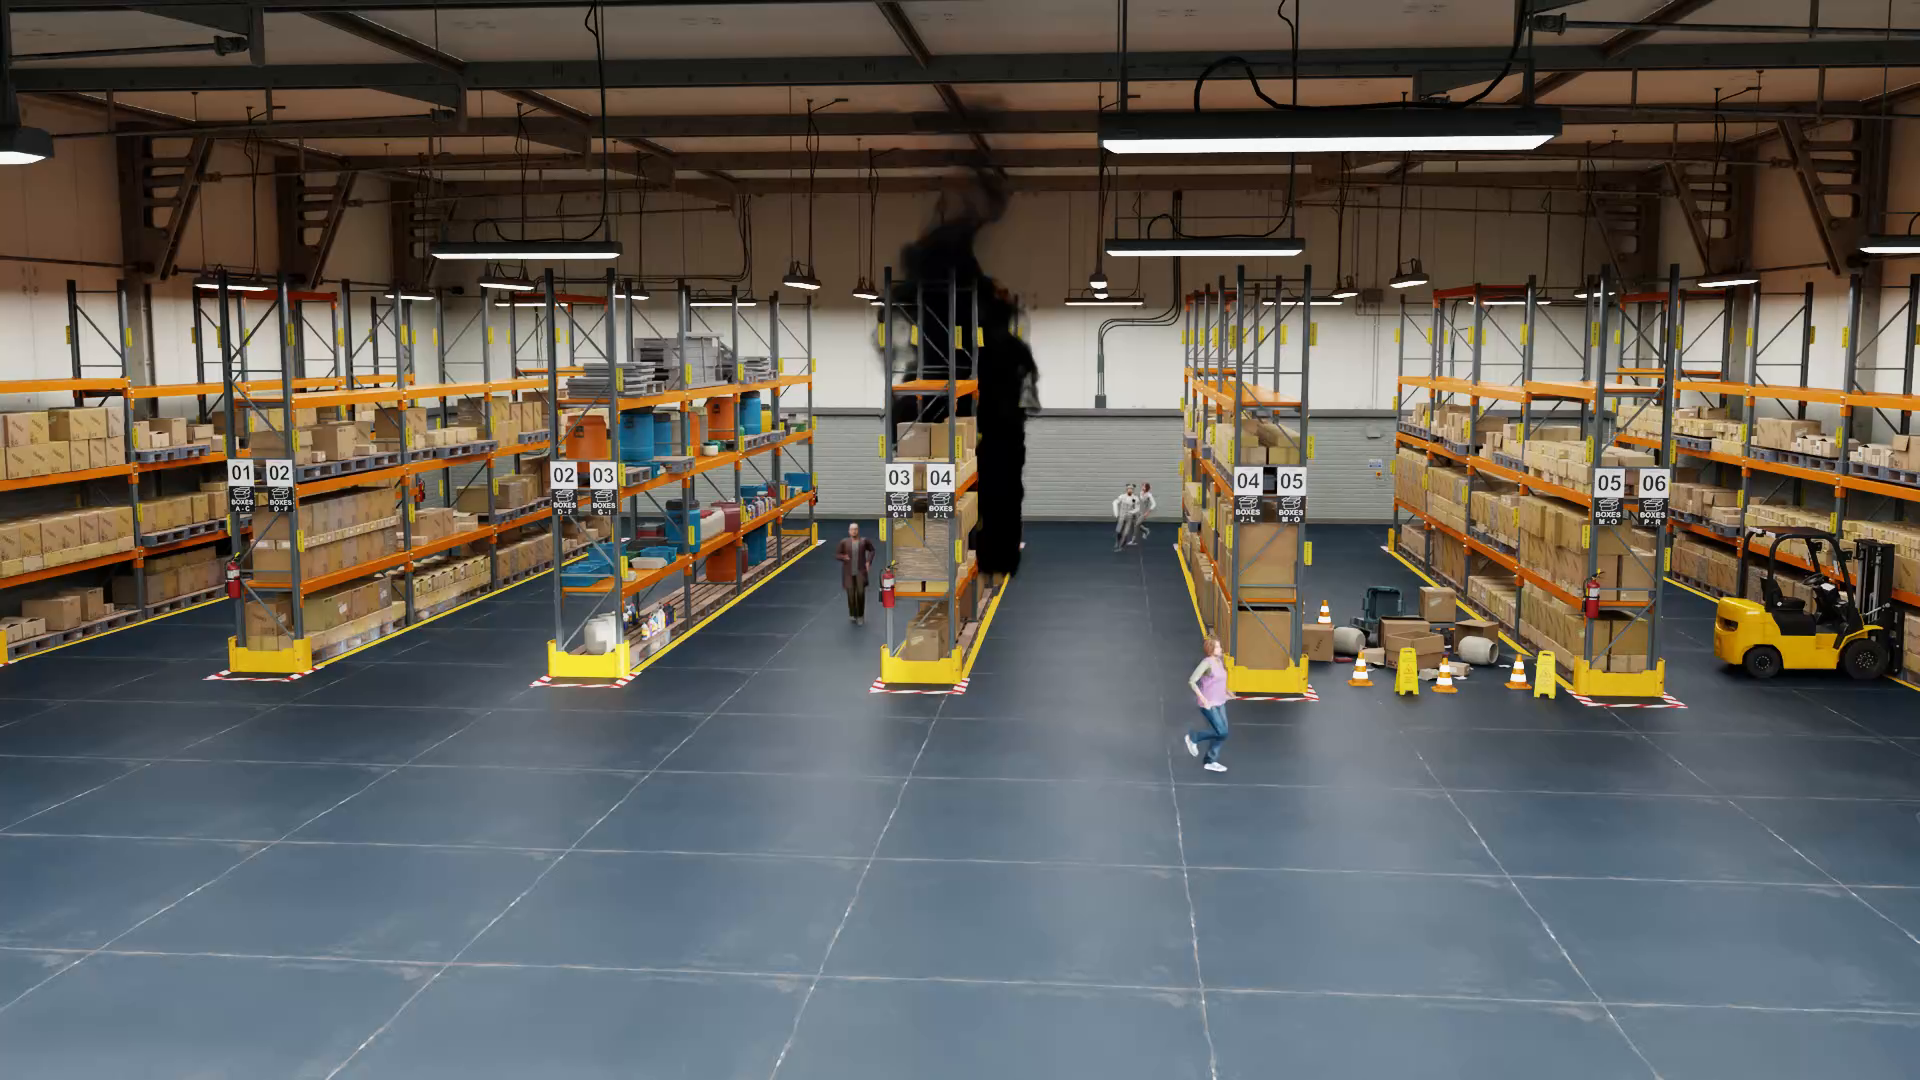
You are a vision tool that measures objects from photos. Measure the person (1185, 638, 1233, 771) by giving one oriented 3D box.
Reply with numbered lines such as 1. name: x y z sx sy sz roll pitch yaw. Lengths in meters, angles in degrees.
1. person: 2.902 1.900 19.294 0.556 1.547 0.549 5 9 36

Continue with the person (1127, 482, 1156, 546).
1. person: 4.438 -0.635 40.119 0.700 1.528 0.593 -5 9 -36

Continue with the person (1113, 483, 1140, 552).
1. person: 3.900 -0.529 38.938 0.629 1.624 0.489 1 7 6

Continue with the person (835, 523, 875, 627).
1. person: -1.829 0.616 28.989 0.688 1.814 0.754 0 7 -1
